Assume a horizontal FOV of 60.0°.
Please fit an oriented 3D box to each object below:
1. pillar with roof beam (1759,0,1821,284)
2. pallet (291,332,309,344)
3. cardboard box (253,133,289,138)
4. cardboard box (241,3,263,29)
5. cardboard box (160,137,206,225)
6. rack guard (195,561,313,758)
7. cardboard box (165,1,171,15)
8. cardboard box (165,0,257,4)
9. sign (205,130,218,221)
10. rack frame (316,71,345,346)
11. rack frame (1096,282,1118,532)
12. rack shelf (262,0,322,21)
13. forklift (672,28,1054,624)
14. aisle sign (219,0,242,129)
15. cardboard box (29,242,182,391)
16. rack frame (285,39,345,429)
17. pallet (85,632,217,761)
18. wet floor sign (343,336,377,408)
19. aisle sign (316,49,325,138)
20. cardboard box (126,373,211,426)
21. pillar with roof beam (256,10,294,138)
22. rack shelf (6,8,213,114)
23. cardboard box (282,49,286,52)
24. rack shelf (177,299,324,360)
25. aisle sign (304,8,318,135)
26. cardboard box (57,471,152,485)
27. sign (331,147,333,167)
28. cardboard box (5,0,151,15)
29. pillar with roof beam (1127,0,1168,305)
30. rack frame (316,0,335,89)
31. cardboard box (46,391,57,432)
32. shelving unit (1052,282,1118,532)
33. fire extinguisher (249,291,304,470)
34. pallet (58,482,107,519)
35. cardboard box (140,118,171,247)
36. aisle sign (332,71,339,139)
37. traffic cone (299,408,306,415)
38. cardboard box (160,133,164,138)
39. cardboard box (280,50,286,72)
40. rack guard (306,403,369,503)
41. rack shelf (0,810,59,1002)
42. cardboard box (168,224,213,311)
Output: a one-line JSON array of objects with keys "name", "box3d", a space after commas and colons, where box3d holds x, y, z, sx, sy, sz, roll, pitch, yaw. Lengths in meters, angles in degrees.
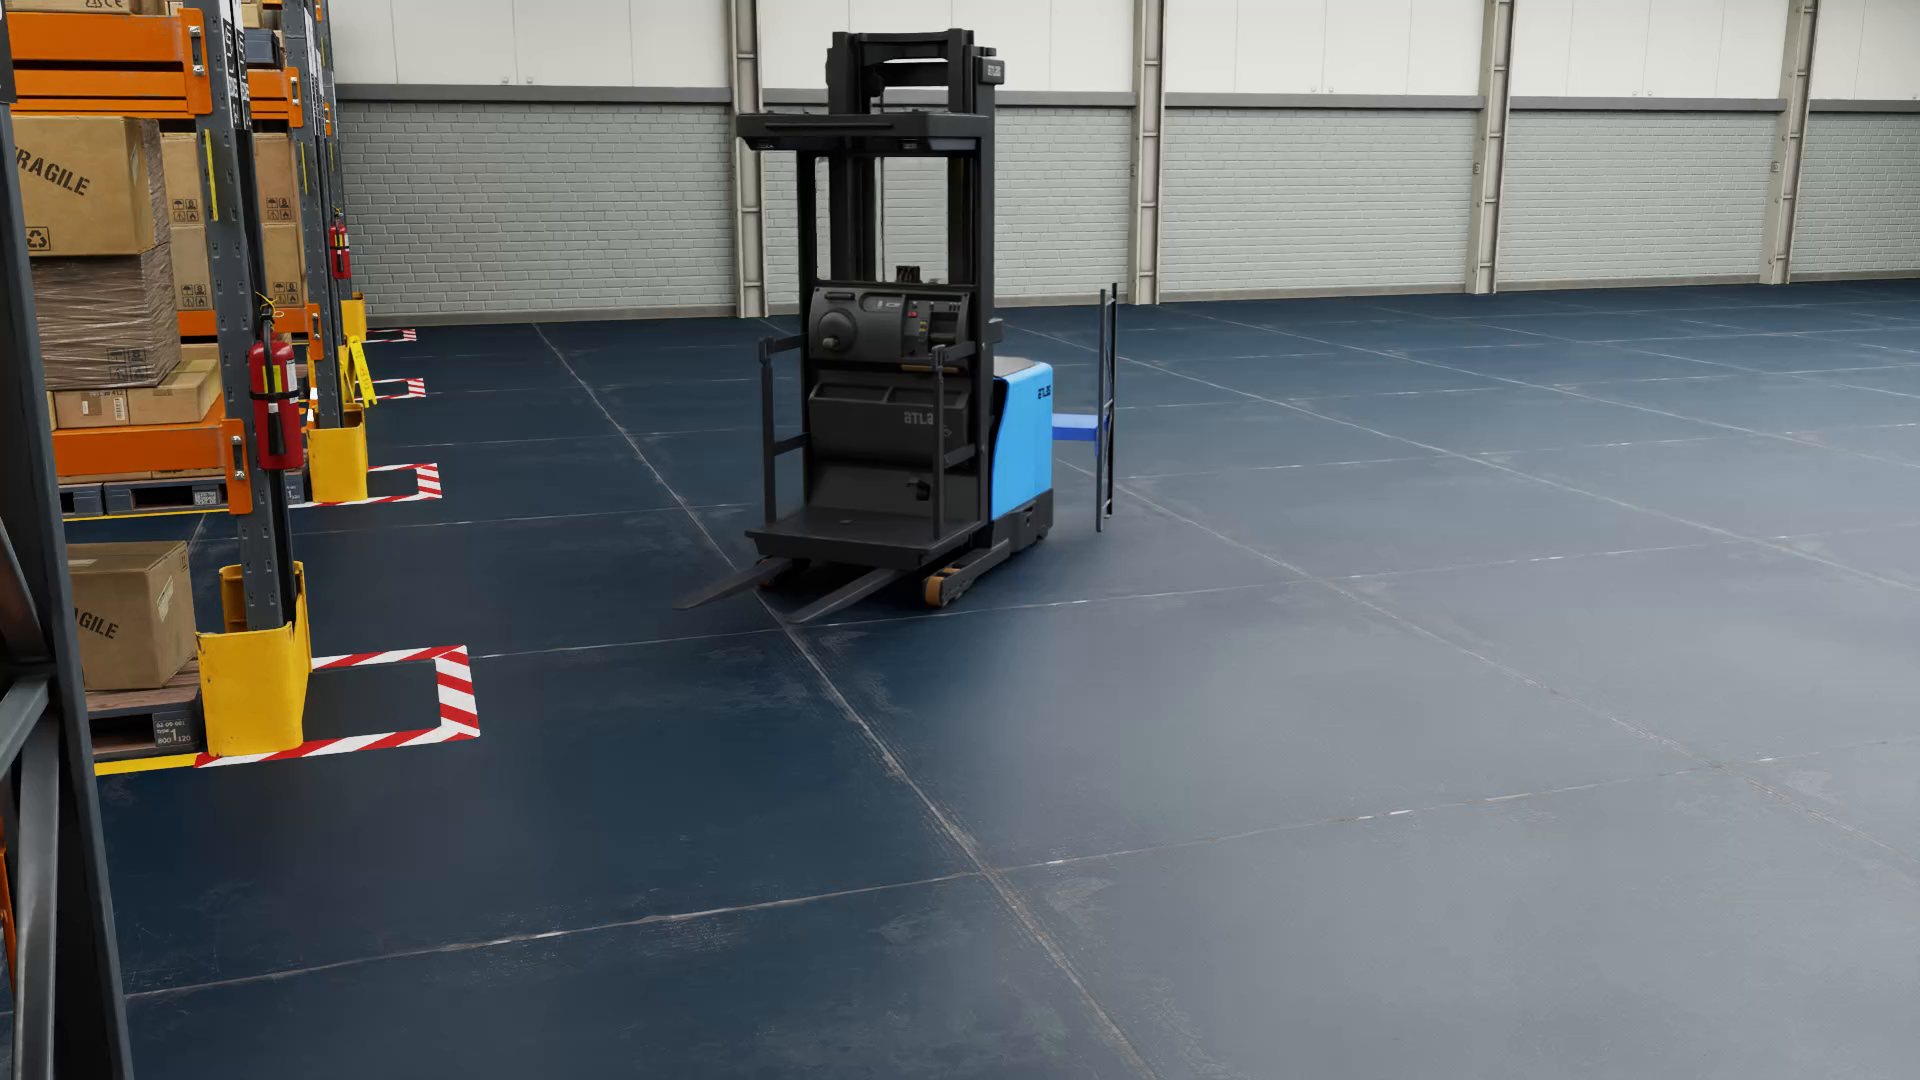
[{"name": "pillar with roof beam", "box3d": [15.519, -7.899, 23.905, 0.400, 9.000, 9.100, -4, 14, -18]}, {"name": "pallet", "box3d": [-8.364, -2.585, 20.554, 1.213, 0.211, 1.003, -4, 14, -18]}, {"name": "cardboard box", "box3d": [-6.481, -3.513, 15.410, 0.500, 0.500, 0.700, -5, 14, -19]}, {"name": "cardboard box", "box3d": [-4.599, -3.332, 10.605, 0.250, 0.149, 0.380, -4, 14, -18]}, {"name": "cardboard box", "box3d": [-5.248, -2.359, 10.921, 0.550, 0.550, 0.875, -4, 14, -18]}, {"name": "rack guard", "box3d": [-2.978, 0.476, 7.060, 0.348, 0.500, 1.175, -4, 14, -18]}, {"name": "cardboard box", "box3d": [-5.081, -3.294, 10.447, 0.250, 0.149, 0.380, -4, 14, -17]}, {"name": "cardboard box", "box3d": [-4.767, -3.527, 10.565, 0.500, 0.250, 0.500, -4, 14, -17]}, {"name": "sign", "box3d": [-2.748, -1.339, 6.106, 0.005, 0.325, 0.100, -4, 14, -18]}, {"name": "rack frame", "box3d": [-6.066, -2.919, 15.932, 0.127, 3.000, 1.000, -4, 14, -18]}, {"name": "rack frame", "box3d": [0.920, -0.839, 10.427, 0.032, 1.500, 0.500, 3, 14, 14]}, {"name": "rack shelf", "box3d": [-9.549, -6.234, 19.322, 4.000, 0.370, 1.077, -4, 14, -18]}, {"name": "forklift", "box3d": [-0.465, -1.183, 8.783, 1.130, 2.935, 3.031, 6, 14, 22]}, {"name": "aisle sign", "box3d": [-2.751, -1.949, 6.236, 0.004, 0.787, 0.394, -4, 14, -18]}, {"name": "cardboard box", "box3d": [-3.436, -0.904, 6.603, 0.500, 0.500, 0.875, -4, 14, -18]}, {"name": "rack frame", "box3d": [-4.392, -1.841, 11.399, 0.127, 3.000, 1.000, -4, 14, -18]}, {"name": "pallet", "box3d": [-3.759, 0.669, 6.874, 1.213, 0.211, 1.003, -4, 14, -18]}, {"name": "wet floor sign", "box3d": [-5.545, -1.553, 15.277, 0.232, 0.644, 0.267, 0, 13, 1]}, {"name": "aisle sign", "box3d": [-5.915, -4.125, 15.383, 0.004, 0.787, 0.394, -4, 14, -18]}, {"name": "cardboard box", "box3d": [-3.110, -0.557, 6.545, 0.250, 0.149, 0.380, -4, 14, -18]}, {"name": "pillar with roof beam", "box3d": [-7.227, -6.128, 16.459, 0.400, 9.000, 9.100, -4, 14, -18]}, {"name": "rack shelf", "box3d": [-4.801, -1.707, 5.910, 4.000, 0.370, 1.077, -4, 14, -18]}, {"name": "cardboard box", "box3d": [-6.468, -4.662, 15.599, 0.250, 0.149, 0.380, -5, 14, -18]}, {"name": "rack shelf", "box3d": [-6.287, -1.343, 10.862, 4.000, 0.370, 1.077, -4, 14, -18]}, {"name": "aisle sign", "box3d": [-4.229, -3.045, 10.844, 0.004, 0.787, 0.394, -4, 14, -18]}, {"name": "cardboard box", "box3d": [-5.847, -0.881, 11.050, 0.875, 0.875, 0.875, -5, 14, -19]}, {"name": "sign", "box3d": [-7.493, -4.566, 19.841, 0.005, 0.325, 0.100, -4, 14, -18]}, {"name": "cardboard box", "box3d": [-3.282, -2.040, 6.081, 0.500, 0.250, 0.500, -4, 14, -17]}, {"name": "pillar with roof beam", "box3d": [4.146, -7.014, 20.182, 0.400, 9.000, 9.100, -4, 14, -18]}, {"name": "rack frame", "box3d": [-7.653, -6.926, 19.813, 0.127, 3.000, 1.000, -4, 14, -18]}, {"name": "cardboard box", "box3d": [-3.568, -0.509, 6.342, 0.250, 0.149, 0.380, -4, 14, -18]}, {"name": "shelving unit", "box3d": [0.427, -0.867, 10.546, 1.048, 1.500, 0.538, 3, 14, 14]}, {"name": "fire extinguisher", "box3d": [-2.650, -0.615, 6.414, 0.183, 0.674, 0.296, -4, 14, -18]}, {"name": "pallet", "box3d": [-6.279, -0.319, 11.026, 1.213, 0.211, 1.003, -4, 14, -18]}, {"name": "cardboard box", "box3d": [-3.514, -1.444, 6.713, 0.500, 0.500, 0.500, -4, 14, -18]}, {"name": "aisle sign", "box3d": [-7.497, -5.212, 19.956, 0.004, 0.787, 0.394, -4, 14, -18]}, {"name": "traffic cone", "box3d": [-6.063, -1.370, 14.902, 0.334, 0.463, 0.336, -4, 14, -18]}, {"name": "cardboard box", "box3d": [-7.414, -3.417, 15.007, 0.500, 0.500, 0.700, -5, 14, -19]}, {"name": "cardboard box", "box3d": [-6.628, -4.471, 15.657, 0.500, 0.250, 0.500, -5, 14, -19]}, {"name": "rack guard", "box3d": [-4.369, -0.626, 11.696, 0.348, 0.500, 1.175, -4, 14, -18]}, {"name": "rack shelf", "box3d": [-3.222, 0.839, 1.690, 4.000, 0.370, 1.077, -4, 14, -18]}, {"name": "cardboard box", "box3d": [-5.243, -1.831, 11.034, 0.550, 0.550, 0.875, -4, 14, -18]}]
